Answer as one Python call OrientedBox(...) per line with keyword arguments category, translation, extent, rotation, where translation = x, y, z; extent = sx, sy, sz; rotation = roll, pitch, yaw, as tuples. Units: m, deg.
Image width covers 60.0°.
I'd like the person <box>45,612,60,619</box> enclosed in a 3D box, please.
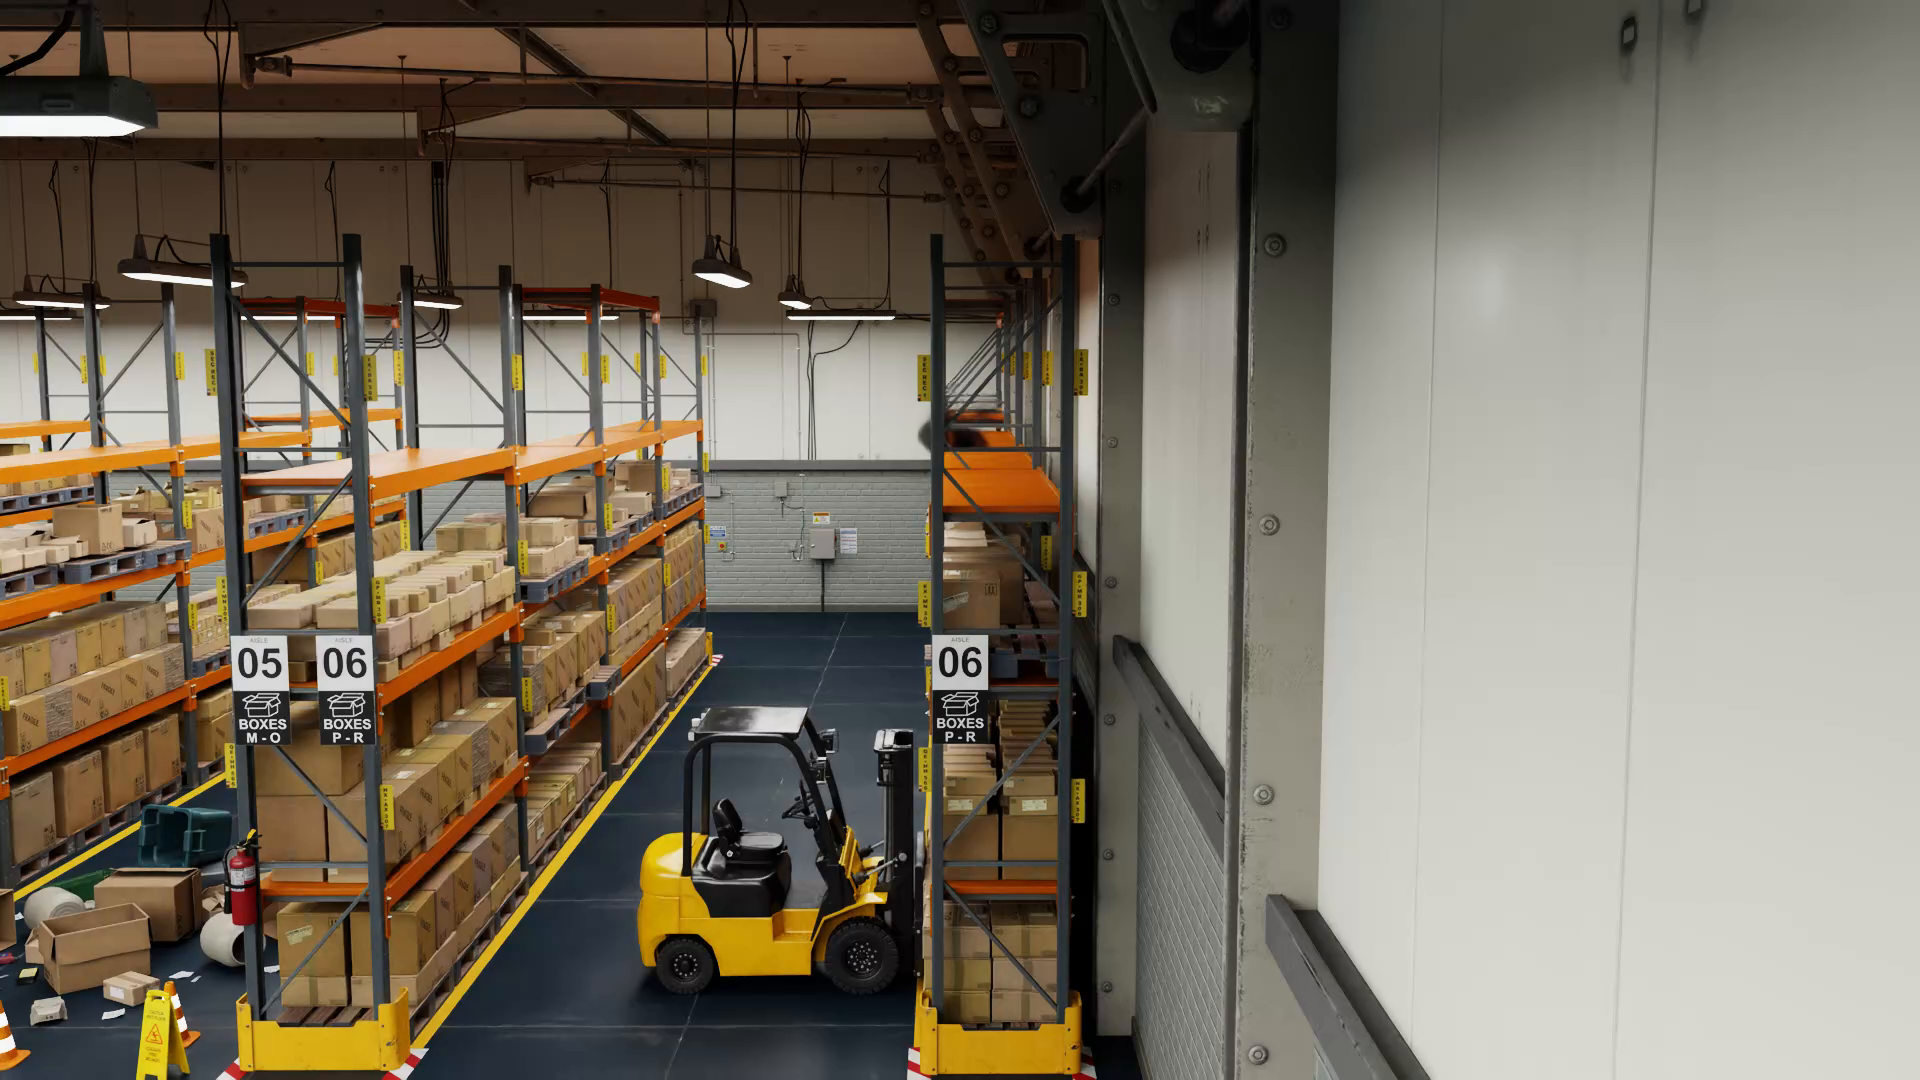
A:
OrientedBox(category="person", translation=(-12.177, 1.823, 22.408), extent=(0.673, 1.719, 0.596), rotation=(0, 6, -2))
